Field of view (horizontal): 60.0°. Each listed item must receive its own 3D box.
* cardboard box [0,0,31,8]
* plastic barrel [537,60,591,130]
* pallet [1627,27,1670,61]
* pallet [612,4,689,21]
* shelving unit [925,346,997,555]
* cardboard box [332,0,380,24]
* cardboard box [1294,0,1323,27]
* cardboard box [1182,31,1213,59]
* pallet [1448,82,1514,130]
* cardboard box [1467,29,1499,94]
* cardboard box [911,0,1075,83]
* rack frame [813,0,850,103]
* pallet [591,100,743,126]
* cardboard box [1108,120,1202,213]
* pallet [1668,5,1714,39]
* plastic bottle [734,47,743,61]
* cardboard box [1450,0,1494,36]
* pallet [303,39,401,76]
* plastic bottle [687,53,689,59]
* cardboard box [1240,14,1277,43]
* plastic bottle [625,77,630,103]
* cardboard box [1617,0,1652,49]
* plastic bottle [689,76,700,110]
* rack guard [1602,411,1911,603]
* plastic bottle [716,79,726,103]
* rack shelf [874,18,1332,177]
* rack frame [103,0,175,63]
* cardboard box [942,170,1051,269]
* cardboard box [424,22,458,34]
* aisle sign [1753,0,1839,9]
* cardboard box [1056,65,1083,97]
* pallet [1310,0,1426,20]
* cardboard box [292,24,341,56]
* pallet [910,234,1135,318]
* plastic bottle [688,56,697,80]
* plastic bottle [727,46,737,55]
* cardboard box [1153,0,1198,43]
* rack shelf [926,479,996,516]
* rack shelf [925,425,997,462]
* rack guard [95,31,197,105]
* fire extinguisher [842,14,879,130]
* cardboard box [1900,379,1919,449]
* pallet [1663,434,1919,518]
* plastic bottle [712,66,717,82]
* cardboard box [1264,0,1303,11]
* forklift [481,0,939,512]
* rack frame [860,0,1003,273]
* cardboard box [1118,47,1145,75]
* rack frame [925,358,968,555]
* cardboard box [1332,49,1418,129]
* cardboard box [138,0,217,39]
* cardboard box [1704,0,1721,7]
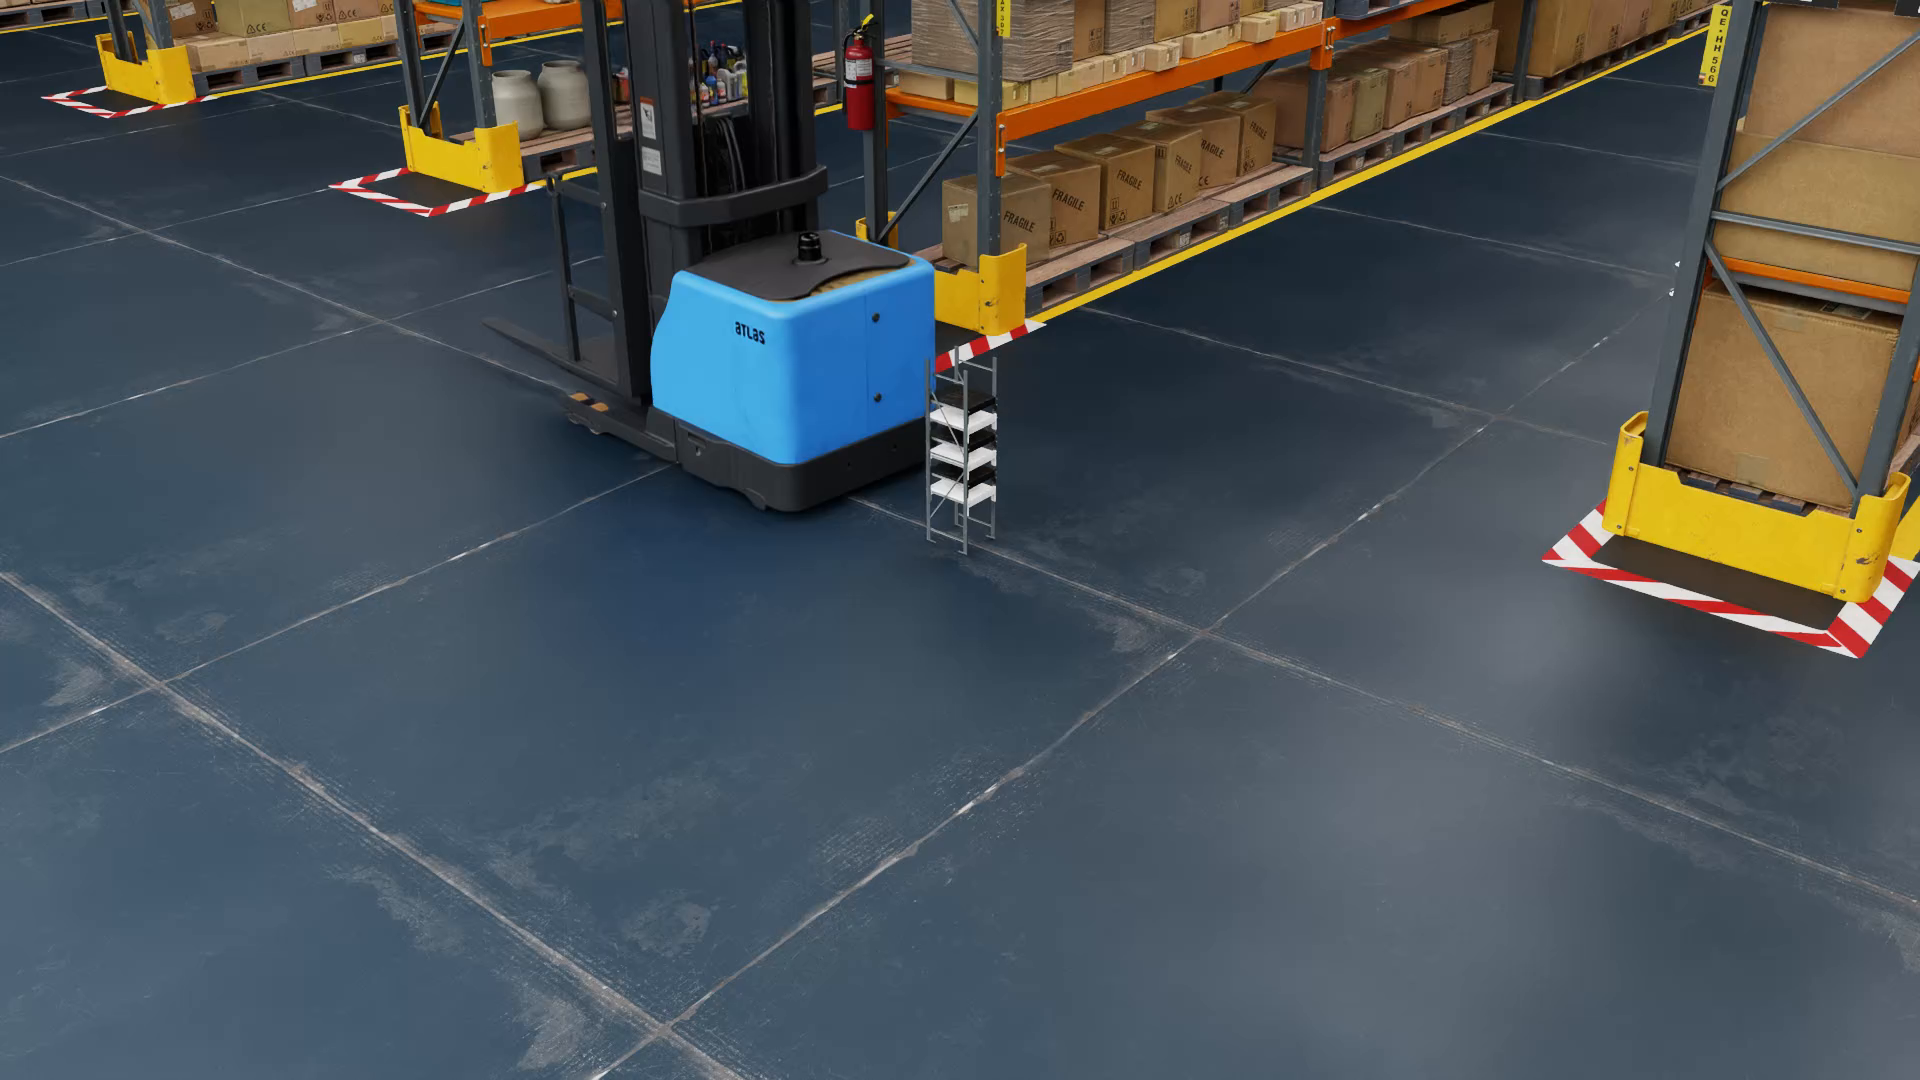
[{"bbox_3d":[-11.134,-6.334,19.177,0.500,0.311,0.500,17,32,29],"label":"cardboard box"},{"bbox_3d":[-3.320,-3.733,13.953,0.421,0.512,0.421,0,27,0],"label":"plastic barrel"},{"bbox_3d":[7.023,-5.491,18.135,1.003,0.211,1.213,21,34,34],"label":"pallet"},{"bbox_3d":[-4.060,-6.554,20.190,1.003,0.211,1.213,21,34,34],"label":"pallet"},{"bbox_3d":[0.005,-0.403,7.549,0.258,0.900,0.210,21,34,34],"label":"shelving unit"},{"bbox_3d":[-6.350,-5.622,17.072,0.500,0.500,0.500,21,34,34],"label":"cardboard box"},{"bbox_3d":[2.457,-3.915,12.327,0.380,0.149,0.250,21,34,34],"label":"cardboard box"},{"bbox_3d":[1.492,-3.388,11.308,0.380,0.149,0.250,21,34,34],"label":"cardboard box"},{"bbox_3d":[4.413,-4.092,15.431,1.003,0.211,1.213,21,34,34],"label":"pallet"},{"bbox_3d":[4.501,-4.449,15.327,0.700,0.500,0.500,19,33,32],"label":"cardboard box"},{"bbox_3d":[0.194,-3.134,10.112,0.875,0.500,0.500,21,34,34],"label":"cardboard box"},{"bbox_3d":[-1.455,-5.637,15.381,1.000,3.000,0.127,21,34,34],"label":"rack frame"},{"bbox_3d":[-2.690,-3.738,14.745,1.003,0.211,1.213,21,34,34],"label":"pallet"},{"bbox_3d":[1.389,-2.687,11.943,0.500,0.500,0.500,17,32,30],"label":"cardboard box"},{"bbox_3d":[8.000,-6.034,19.184,1.003,0.211,1.213,21,34,34],"label":"pallet"},{"bbox_3d":[-2.098,-4.487,15.637,0.061,0.283,0.133,21,34,34],"label":"plastic bottle"},{"bbox_3d":[4.508,-4.779,15.149,0.500,0.250,0.500,22,35,36],"label":"cardboard box"},{"bbox_3d":[-6.588,-5.143,17.462,1.003,0.211,1.213,21,34,34],"label":"pallet"},{"bbox_3d":[-2.545,-4.347,15.367,0.061,0.283,0.133,23,35,37],"label":"plastic bottle"},{"bbox_3d":[2.013,-3.637,11.790,0.380,0.149,0.250,21,34,34],"label":"cardboard box"},{"bbox_3d":[-2.905,-4.037,14.767,0.061,0.283,0.133,21,34,34],"label":"plastic bottle"},{"bbox_3d":[6.496,-5.719,17.395,1.225,0.875,0.875,19,33,33],"label":"cardboard box"},{"bbox_3d":[-2.324,-3.911,14.536,0.097,0.271,0.097,0,27,0],"label":"plastic bottle"},{"bbox_3d":[3.571,-0.167,7.528,1.175,0.500,0.348,21,34,34],"label":"rack guard"},{"bbox_3d":[-2.130,-3.988,14.761,0.097,0.201,0.097,0,27,0],"label":"plastic bottle"},{"bbox_3d":[1.095,-3.161,11.378,1.077,0.370,4.000,21,34,34],"label":"rack shelf"},{"bbox_3d":[-7.819,-5.667,15.441,1.000,3.000,0.127,21,34,34],"label":"rack frame"},{"bbox_3d":[0.233,-2.064,10.738,0.500,0.500,0.500,-21,34,-35],"label":"cardboard box"},{"bbox_3d":[-5.726,-5.648,17.939,0.500,0.250,0.500,21,34,34],"label":"cardboard box"},{"bbox_3d":[3.309,-2.503,6.494,0.394,0.787,0.004,21,34,34],"label":"aisle sign"},{"bbox_3d":[0.533,-2.858,10.283,0.380,0.149,0.250,21,34,34],"label":"cardboard box"},{"bbox_3d":[2.966,-4.332,13.069,1.003,0.211,1.213,21,34,34],"label":"pallet"},{"bbox_3d":[-6.672,-5.113,16.905,0.500,0.250,0.500,21,34,34],"label":"cardboard box"},{"bbox_3d":[0.415,-1.837,11.071,1.003,0.211,1.213,21,34,34],"label":"pallet"},{"bbox_3d":[-2.473,-4.325,15.337,0.097,0.271,0.097,0,27,0],"label":"plastic bottle"},{"bbox_3d":[-2.180,-4.515,15.698,0.152,0.276,0.135,22,35,36],"label":"plastic bottle"},{"bbox_3d":[1.098,-3.685,11.177,0.875,0.500,0.500,21,34,34],"label":"cardboard box"},{"bbox_3d":[0.005,-0.213,7.647,0.258,0.077,0.200,21,34,34],"label":"rack shelf"},{"bbox_3d":[0.005,-0.453,7.523,0.258,0.077,0.200,21,34,34],"label":"rack shelf"},{"bbox_3d":[-7.834,-4.549,15.999,1.175,0.500,0.348,21,34,34],"label":"rack guard"},{"bbox_3d":[-0.605,-2.831,10.041,0.296,0.674,0.183,21,34,34],"label":"fire extinguisher"},{"bbox_3d":[4.524,-1.101,8.468,0.875,0.875,0.875,20,34,34],"label":"cardboard box"},{"bbox_3d":[4.034,-0.353,8.203,1.003,0.211,1.213,21,34,34],"label":"pallet"},{"bbox_3d":[-2.158,-4.105,14.898,0.061,0.283,0.133,21,34,34],"label":"plastic bottle"},{"bbox_3d":[2.033,-4.224,12.218,0.875,0.500,0.500,21,34,34],"label":"cardboard box"},{"bbox_3d":[-1.504,-2.011,8.448,3.031,2.935,1.130,25,36,39],"label":"forklift"},{"bbox_3d":[-0.177,-2.771,9.842,1.000,3.000,0.127,21,34,34],"label":"rack frame"},{"bbox_3d":[0.978,-3.136,10.821,0.380,0.149,0.250,21,34,34],"label":"cardboard box"},{"bbox_3d":[-0.059,-0.367,7.479,0.240,0.900,0.006,21,34,34],"label":"rack frame"},{"bbox_3d":[3.448,-3.848,14.165,0.700,0.500,0.500,18,32,30],"label":"cardboard box"},{"bbox_3d":[-7.707,-5.243,16.339,0.500,0.500,0.500,21,34,34],"label":"cardboard box"},{"bbox_3d":[8.510,-6.798,19.482,0.875,0.875,0.875,21,34,34],"label":"cardboard box"}]
